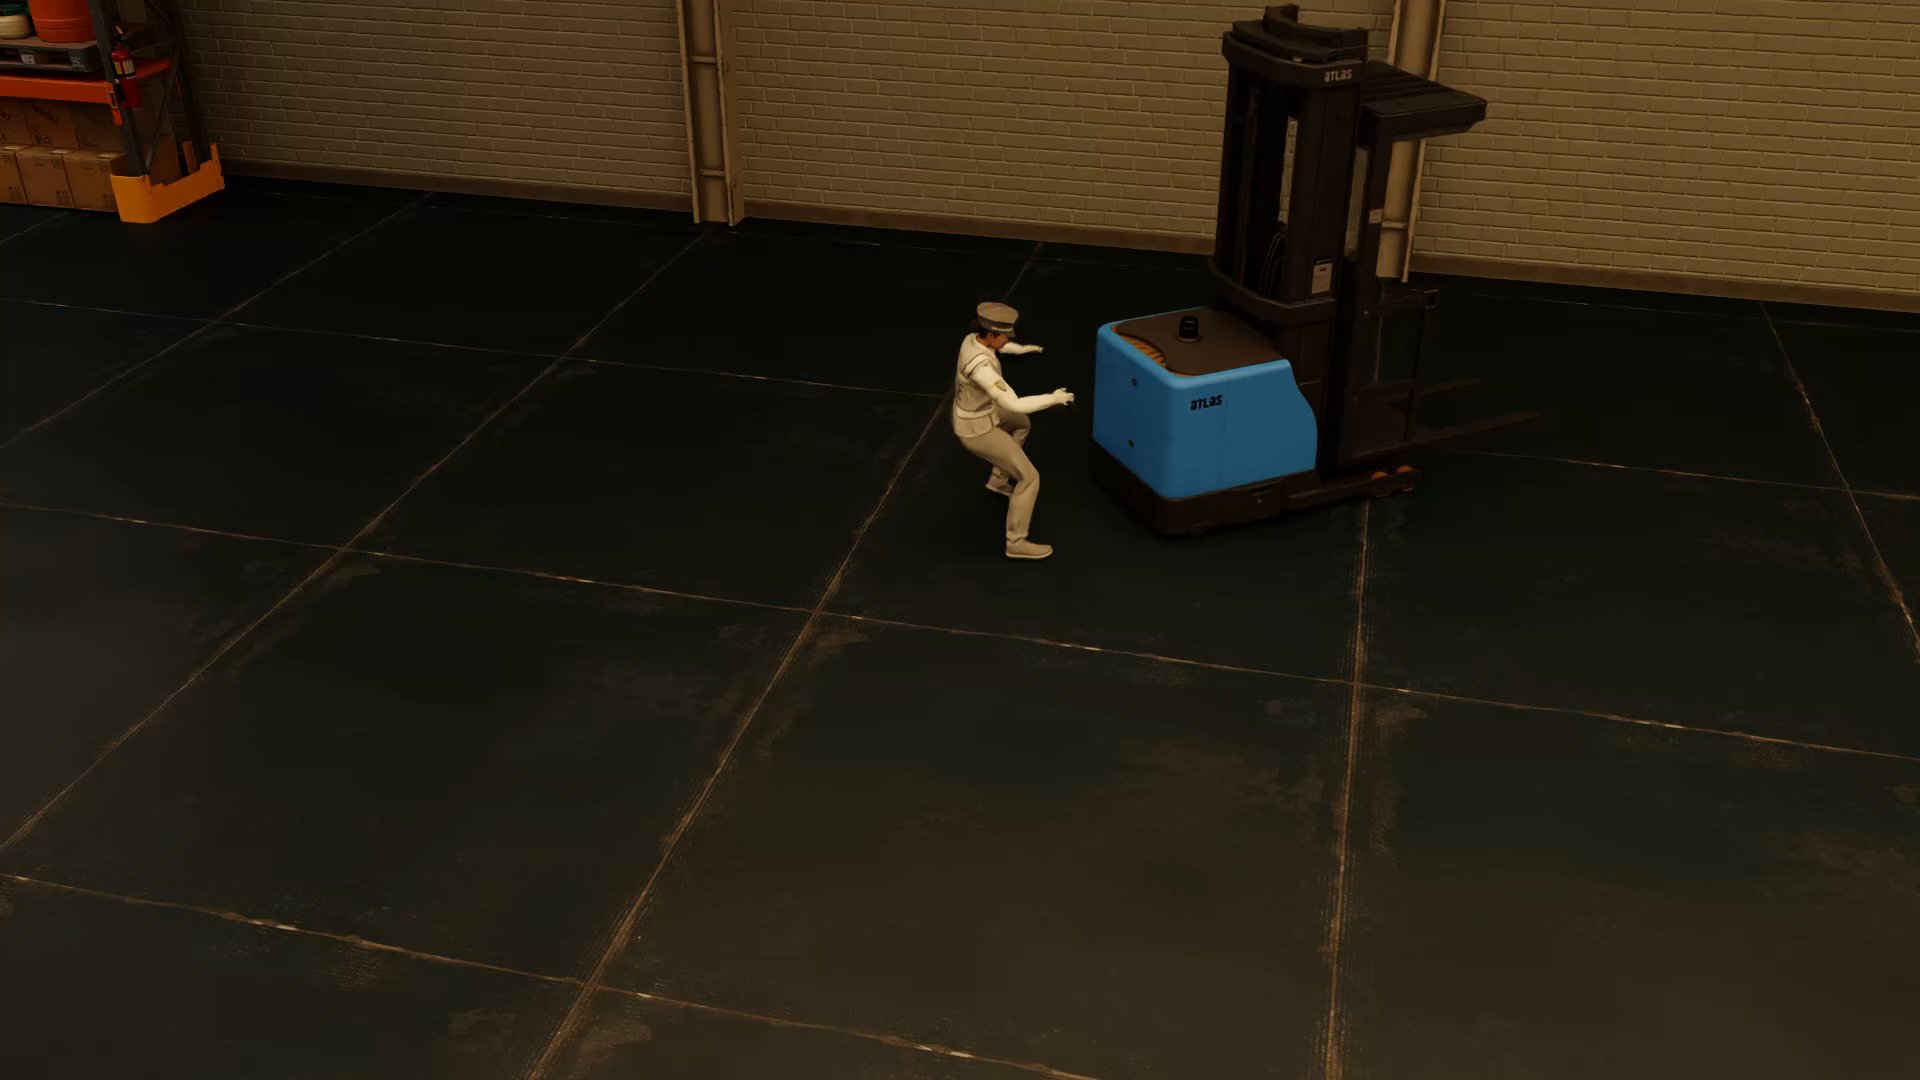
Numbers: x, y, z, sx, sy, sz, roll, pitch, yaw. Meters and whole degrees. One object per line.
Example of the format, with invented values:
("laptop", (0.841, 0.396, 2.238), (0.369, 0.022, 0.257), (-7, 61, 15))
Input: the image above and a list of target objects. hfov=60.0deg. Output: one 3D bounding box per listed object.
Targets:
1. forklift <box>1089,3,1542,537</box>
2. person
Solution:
("forklift", (2.397, -1.768, 10.290), (3.031, 2.935, 1.130), (-13, 32, -21))
("person", (0.310, -0.739, 9.973), (0.707, 1.454, 0.945), (-1, 30, -3))
